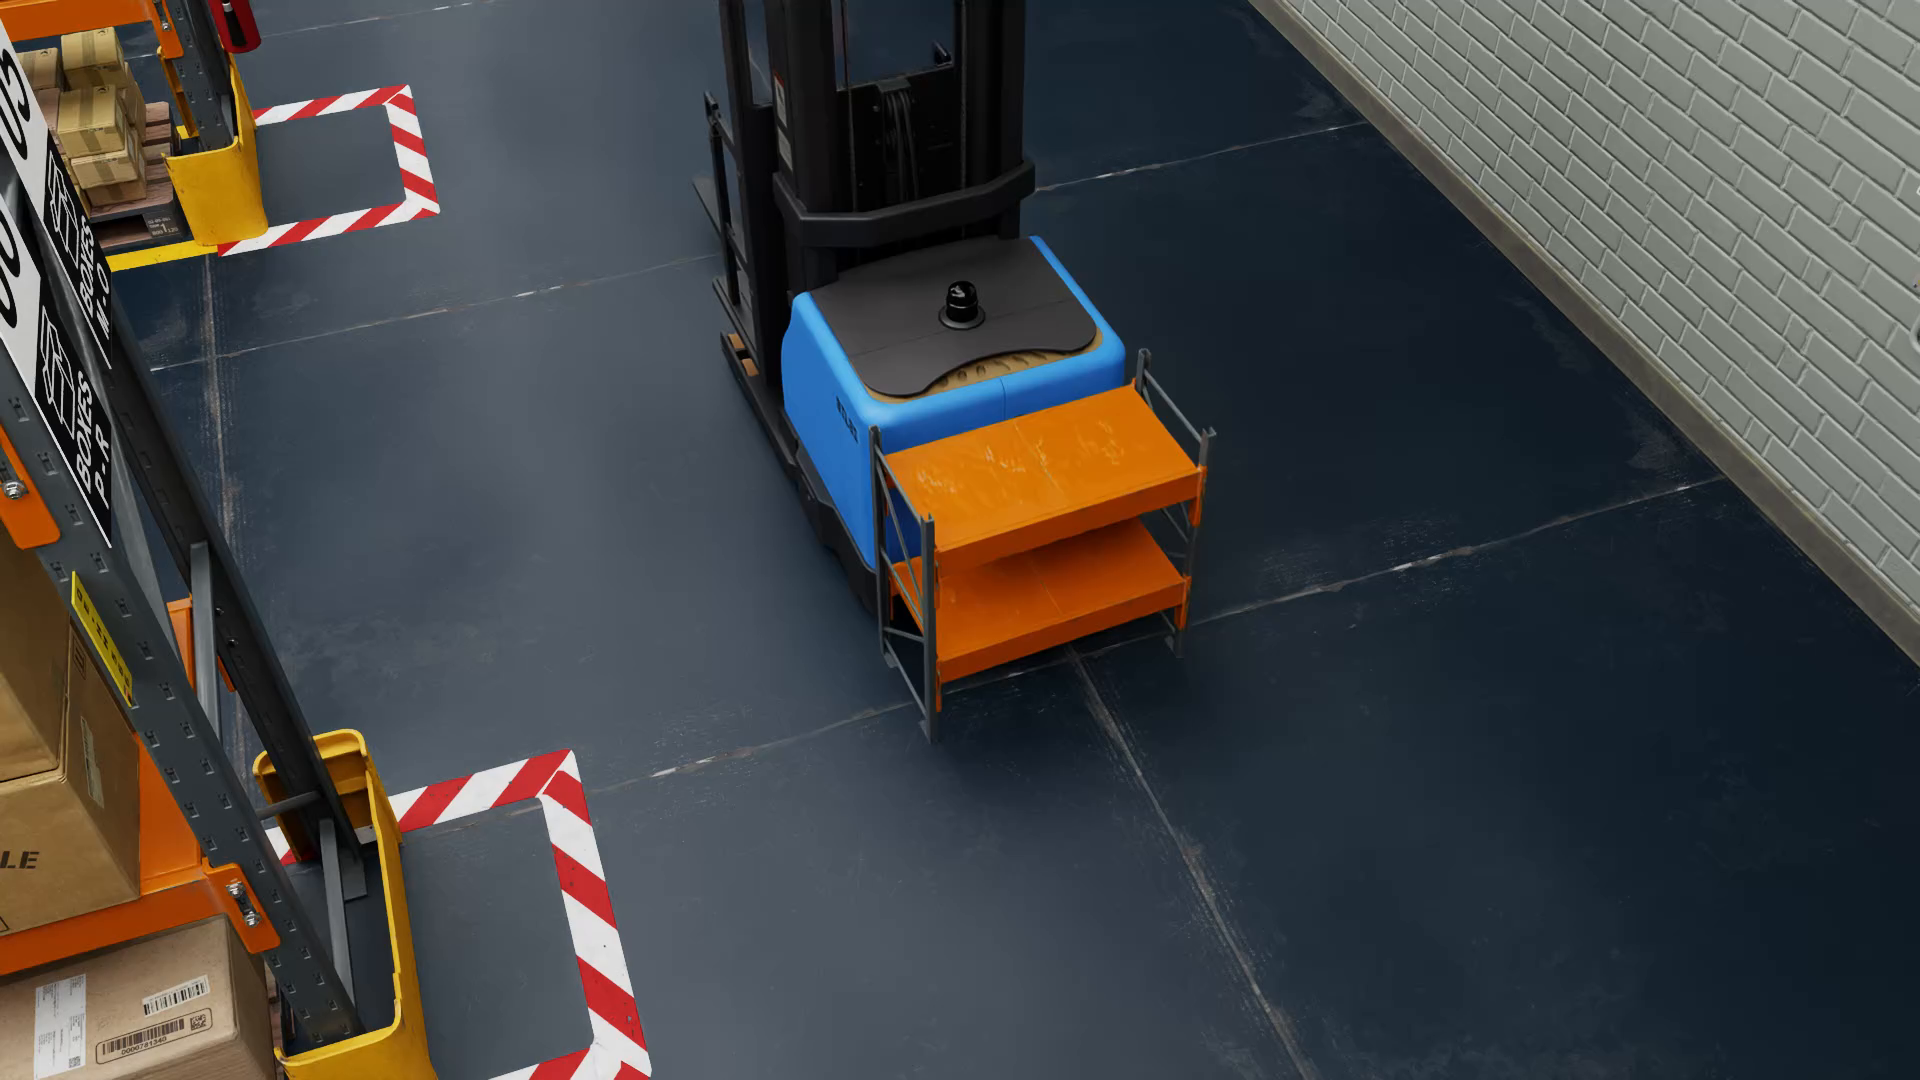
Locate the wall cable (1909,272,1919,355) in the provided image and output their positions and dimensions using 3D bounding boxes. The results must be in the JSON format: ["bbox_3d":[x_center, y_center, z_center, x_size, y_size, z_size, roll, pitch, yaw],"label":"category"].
[{"bbox_3d":[3.351,-1.407,5.295,0.123,1.953,0.585,-14,47,-14],"label":"wall cable"}]

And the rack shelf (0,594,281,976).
[{"bbox_3d":[-3.826,1.069,4.074,4.000,0.370,1.077,-14,47,-14],"label":"rack shelf"}]

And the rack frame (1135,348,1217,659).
[{"bbox_3d":[0.739,-0.111,6.066,0.032,1.125,0.500,-17,48,-16],"label":"rack frame"}]

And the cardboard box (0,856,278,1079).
[{"bbox_3d":[-2.532,1.316,4.833,0.875,0.438,0.875,-16,47,-15],"label":"cardboard box"}]

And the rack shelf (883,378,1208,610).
[{"bbox_3d":[0.273,-0.174,5.716,1.000,0.278,0.538,-17,48,-16],"label":"rack shelf"}]

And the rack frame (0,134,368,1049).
[{"bbox_3d":[-1.945,0.334,4.299,0.127,3.000,1.000,-14,47,-14],"label":"rack frame"}]

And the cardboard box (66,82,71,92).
[{"bbox_3d":[-4.577,-2.203,8.334,0.250,0.149,0.380,-15,47,-14],"label":"cardboard box"}]

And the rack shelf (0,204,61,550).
[{"bbox_3d":[-3.826,0.010,3.012,4.000,0.370,1.077,-14,47,-14],"label":"rack shelf"}]

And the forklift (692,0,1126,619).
[{"bbox_3d":[-0.427,-1.789,6.464,1.130,2.935,3.031,-17,47,-16],"label":"forklift"}]

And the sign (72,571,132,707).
[{"bbox_3d":[-1.774,0.207,3.441,0.005,0.325,0.100,-14,47,-14],"label":"sign"}]

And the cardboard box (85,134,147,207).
[{"bbox_3d":[-4.145,-1.815,8.158,0.250,0.149,0.380,-14,47,-13],"label":"cardboard box"}]

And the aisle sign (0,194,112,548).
[{"bbox_3d":[-1.772,-0.394,3.190,0.004,0.787,0.394,-14,47,-14],"label":"aisle sign"}]

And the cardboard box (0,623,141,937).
[{"bbox_3d":[-2.309,0.591,3.972,0.500,0.500,0.500,-14,47,-14],"label":"cardboard box"}]

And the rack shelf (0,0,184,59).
[{"bbox_3d":[-5.602,-2.204,7.337,4.000,0.370,1.077,-14,47,-14],"label":"rack shelf"}]

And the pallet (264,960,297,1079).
[{"bbox_3d":[-2.670,1.563,5.043,1.213,0.211,1.003,-14,47,-14],"label":"pallet"}]

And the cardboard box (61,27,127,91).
[{"bbox_3d":[-4.329,-2.391,8.312,0.250,0.149,0.380,-16,47,-16],"label":"cardboard box"}]

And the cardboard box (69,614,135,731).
[{"bbox_3d":[-2.494,0.223,4.339,0.500,0.500,0.500,-15,47,-14],"label":"cardboard box"}]

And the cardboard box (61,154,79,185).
[{"bbox_3d":[-4.384,-1.842,7.974,0.250,0.149,0.380,-15,47,-15],"label":"cardboard box"}]

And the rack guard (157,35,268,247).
[{"bbox_3d":[-3.792,-2.038,8.429,0.348,0.500,1.175,-14,47,-14],"label":"rack guard"}]

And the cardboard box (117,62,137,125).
[{"bbox_3d":[-4.301,-2.231,8.362,0.250,0.149,0.380,-13,46,-12],"label":"cardboard box"}]

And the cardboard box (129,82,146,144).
[{"bbox_3d":[-4.322,-2.168,8.509,0.250,0.149,0.380,-13,47,-13],"label":"cardboard box"}]

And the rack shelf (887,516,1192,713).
[{"bbox_3d":[0.273,0.206,6.096,1.000,0.278,0.538,-17,48,-16],"label":"rack shelf"}]

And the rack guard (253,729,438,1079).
[{"bbox_3d":[-1.922,1.211,5.190,0.348,0.500,1.175,-14,47,-14],"label":"rack guard"}]

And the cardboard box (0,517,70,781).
[{"bbox_3d":[-2.317,0.221,3.636,0.500,0.500,0.500,-13,47,-13],"label":"cardboard box"}]

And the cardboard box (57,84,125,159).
[{"bbox_3d":[-4.132,-1.995,7.917,0.250,0.149,0.380,-14,47,-13],"label":"cardboard box"}]

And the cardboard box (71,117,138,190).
[{"bbox_3d":[-4.120,-1.869,8.001,0.250,0.149,0.380,-16,47,-15],"label":"cardboard box"}]

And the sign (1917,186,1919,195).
[{"bbox_3d":[3.392,-1.179,5.617,0.001,0.218,0.327,-14,47,-14],"label":"sign"}]

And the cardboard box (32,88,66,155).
[{"bbox_3d":[-4.388,-1.973,7.895,0.250,0.149,0.380,-13,47,-13],"label":"cardboard box"}]

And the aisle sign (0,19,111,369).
[{"bbox_3d":[-1.976,-0.794,3.588,0.004,0.787,0.394,-14,47,-14],"label":"aisle sign"}]

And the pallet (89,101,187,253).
[{"bbox_3d":[-4.568,-1.765,8.360,1.213,0.211,1.003,-14,47,-14],"label":"pallet"}]

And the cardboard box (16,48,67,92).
[{"bbox_3d":[-4.547,-2.245,8.166,0.250,0.149,0.380,-14,47,-13],"label":"cardboard box"}]

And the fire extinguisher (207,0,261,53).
[{"bbox_3d":[-3.327,-2.533,7.475,0.183,0.674,0.296,-14,47,-14],"label":"fire extinguisher"}]

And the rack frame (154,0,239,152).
[{"bbox_3d":[-3.721,-2.939,7.562,0.127,3.000,1.000,-14,47,-14],"label":"rack frame"}]

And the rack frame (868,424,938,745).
[{"bbox_3d":[-0.193,0.177,5.779,0.032,1.125,0.500,-17,48,-16],"label":"rack frame"}]

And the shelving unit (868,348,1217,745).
[{"bbox_3d":[0.273,0.033,5.923,1.048,1.125,0.538,-17,48,-16],"label":"shelving unit"}]

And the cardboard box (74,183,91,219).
[{"bbox_3d":[-4.352,-1.686,8.029,0.250,0.149,0.380,-13,47,-13],"label":"cardboard box"}]
